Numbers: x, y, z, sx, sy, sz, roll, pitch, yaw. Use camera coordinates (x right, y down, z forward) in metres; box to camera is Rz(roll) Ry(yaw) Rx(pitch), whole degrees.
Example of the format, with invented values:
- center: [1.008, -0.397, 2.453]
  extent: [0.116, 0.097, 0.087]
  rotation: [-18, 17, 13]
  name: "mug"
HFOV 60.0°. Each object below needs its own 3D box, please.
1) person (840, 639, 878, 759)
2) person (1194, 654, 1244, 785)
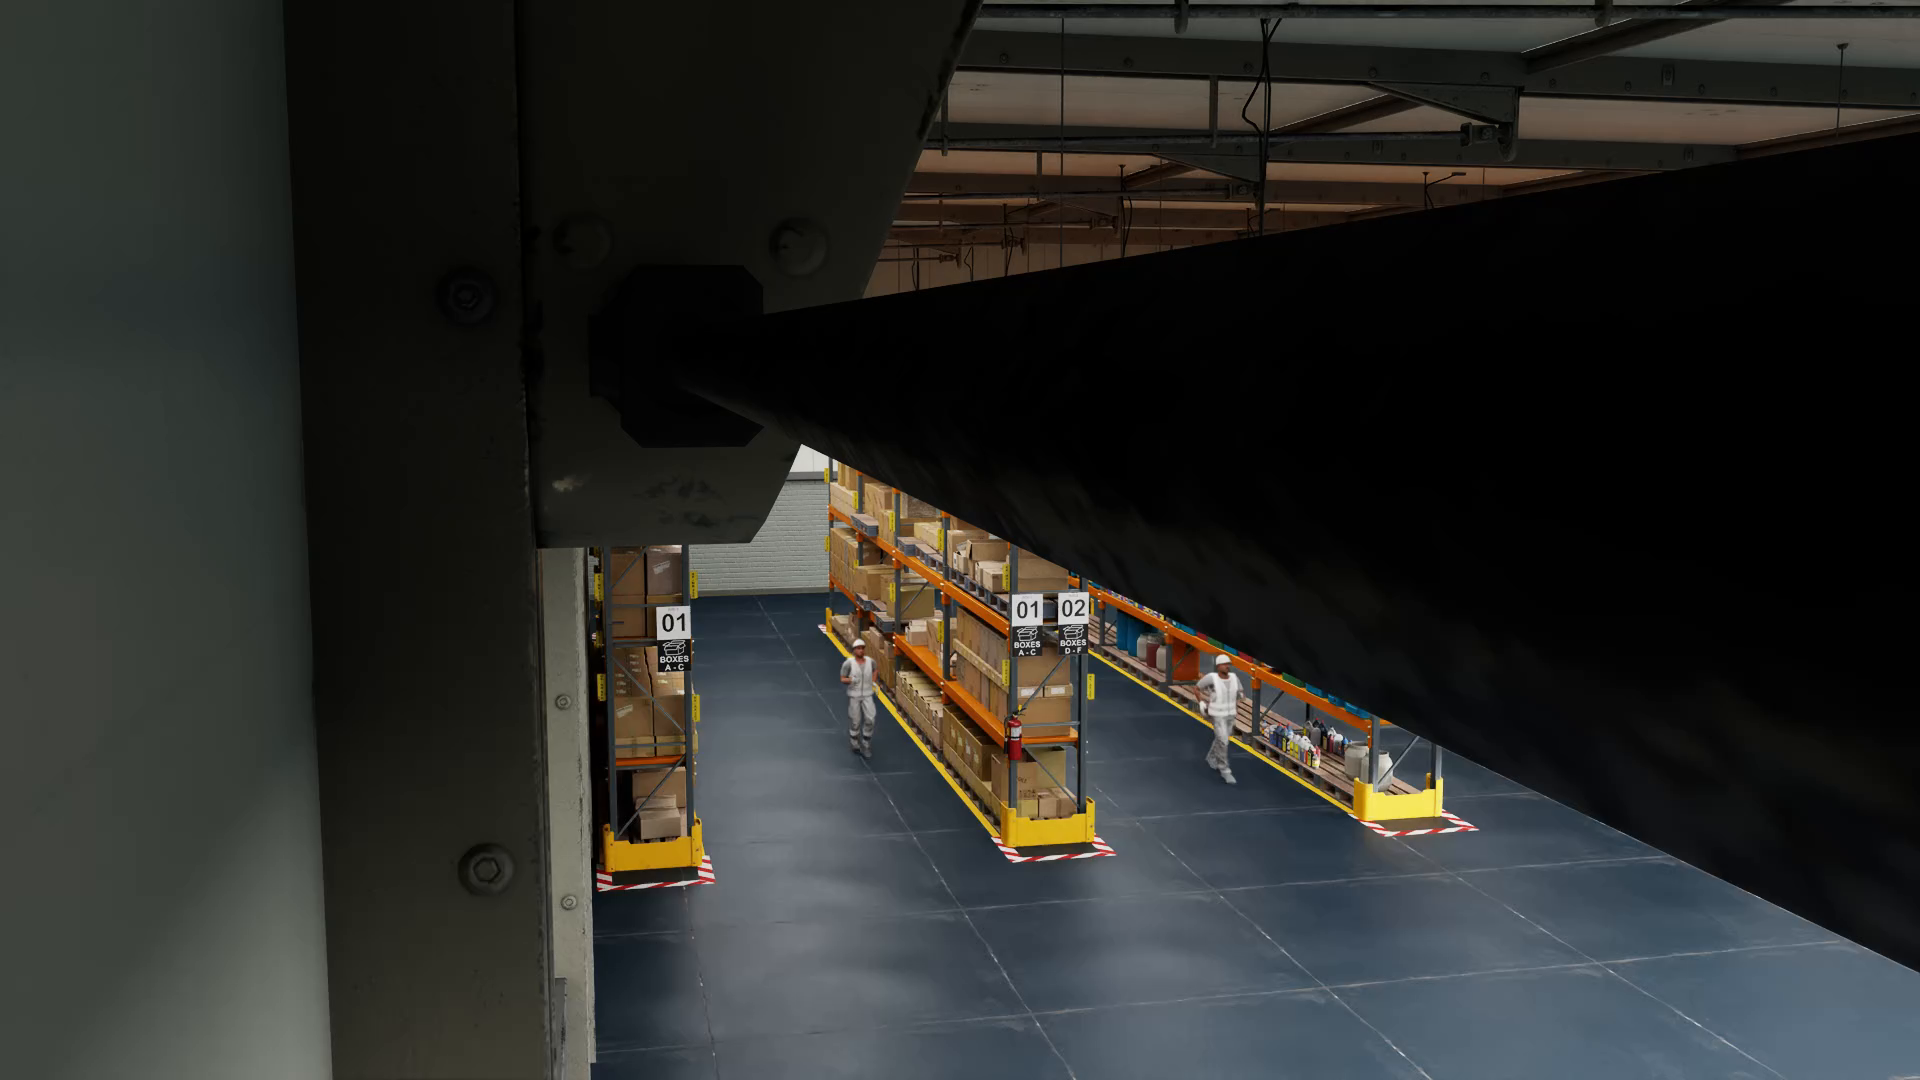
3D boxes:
- center: [-1.514, 2.431, 25.442]
  extent: [0.630, 1.832, 0.708]
  rotation: [-2, 7, -15]
  name: "person"
- center: [3.811, 2.562, 24.172]
  extent: [0.671, 1.819, 0.897]
  rotation: [-4, 8, -28]
  name: "person"
